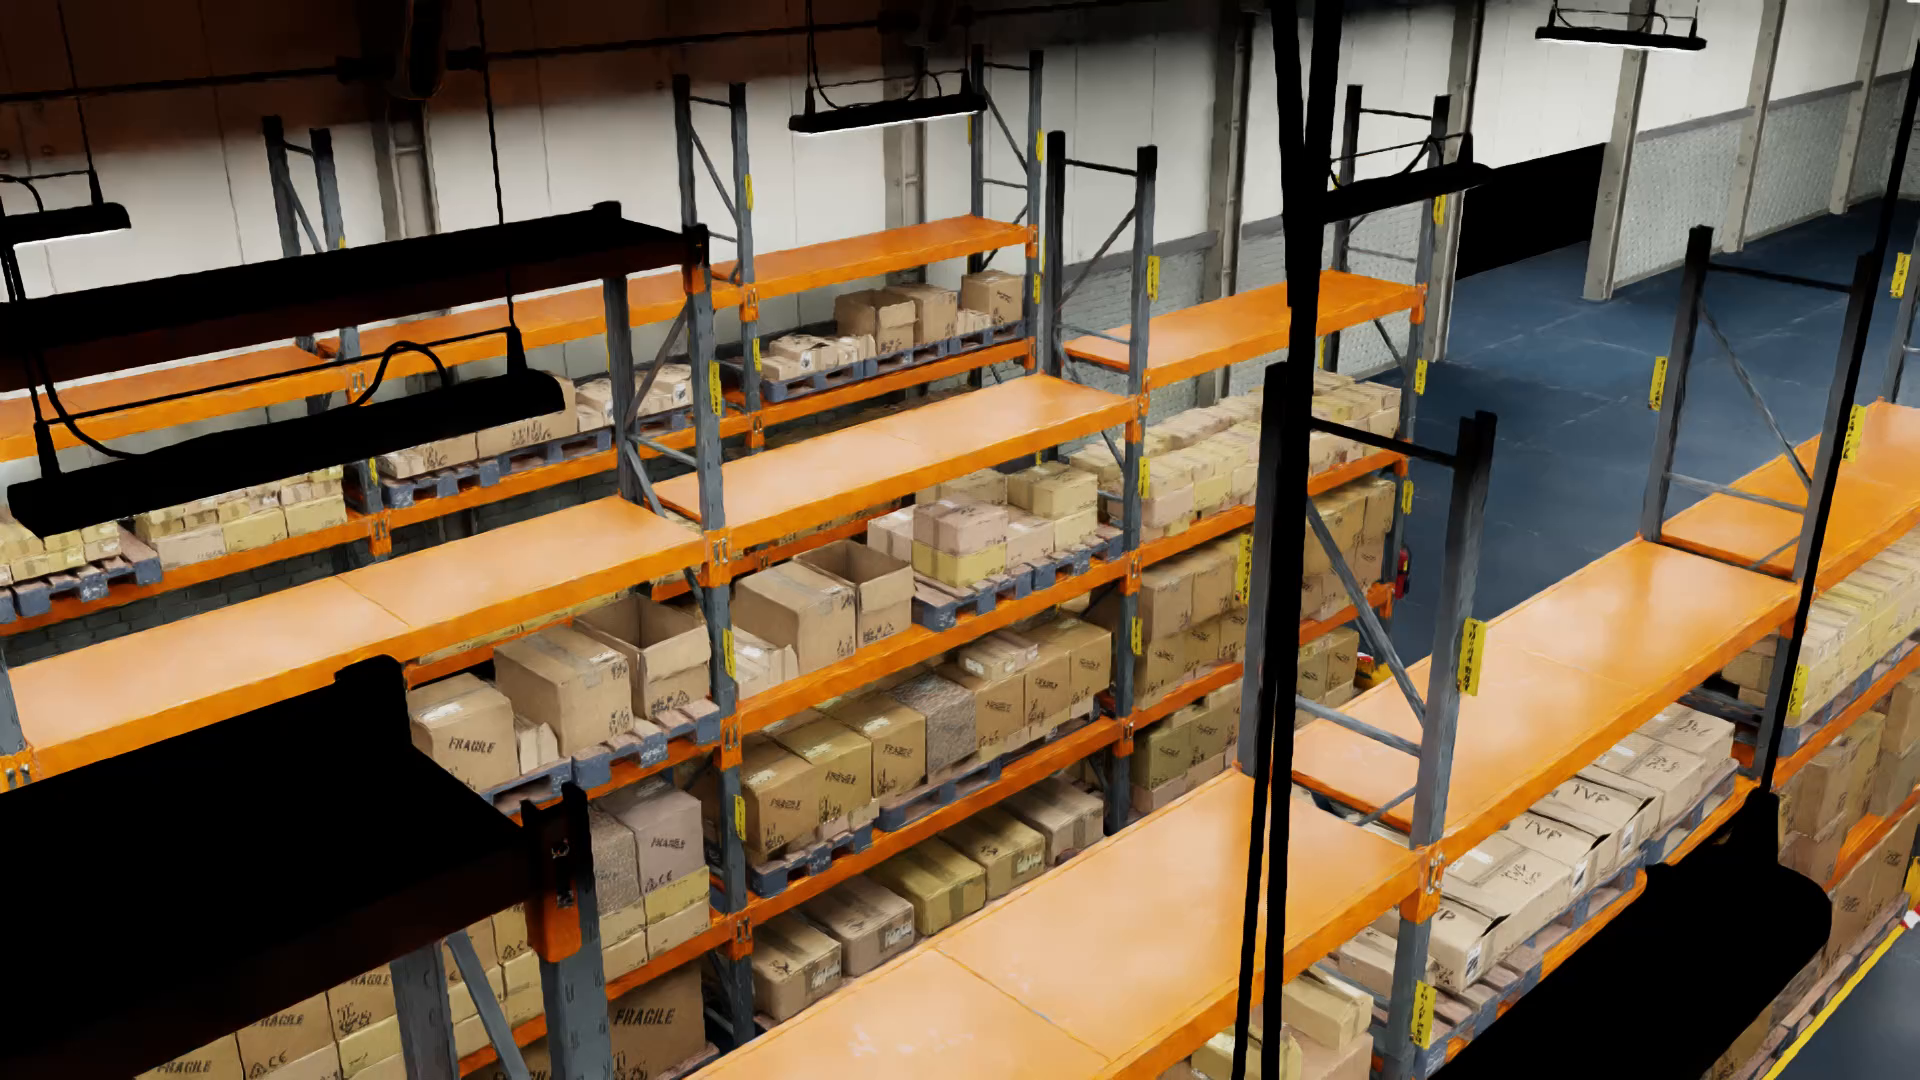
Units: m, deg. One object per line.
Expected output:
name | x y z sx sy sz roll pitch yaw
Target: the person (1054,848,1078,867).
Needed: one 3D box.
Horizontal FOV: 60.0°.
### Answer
person | 0.754 2.899 11.614 0.558 1.668 0.569 -7 23 -15
